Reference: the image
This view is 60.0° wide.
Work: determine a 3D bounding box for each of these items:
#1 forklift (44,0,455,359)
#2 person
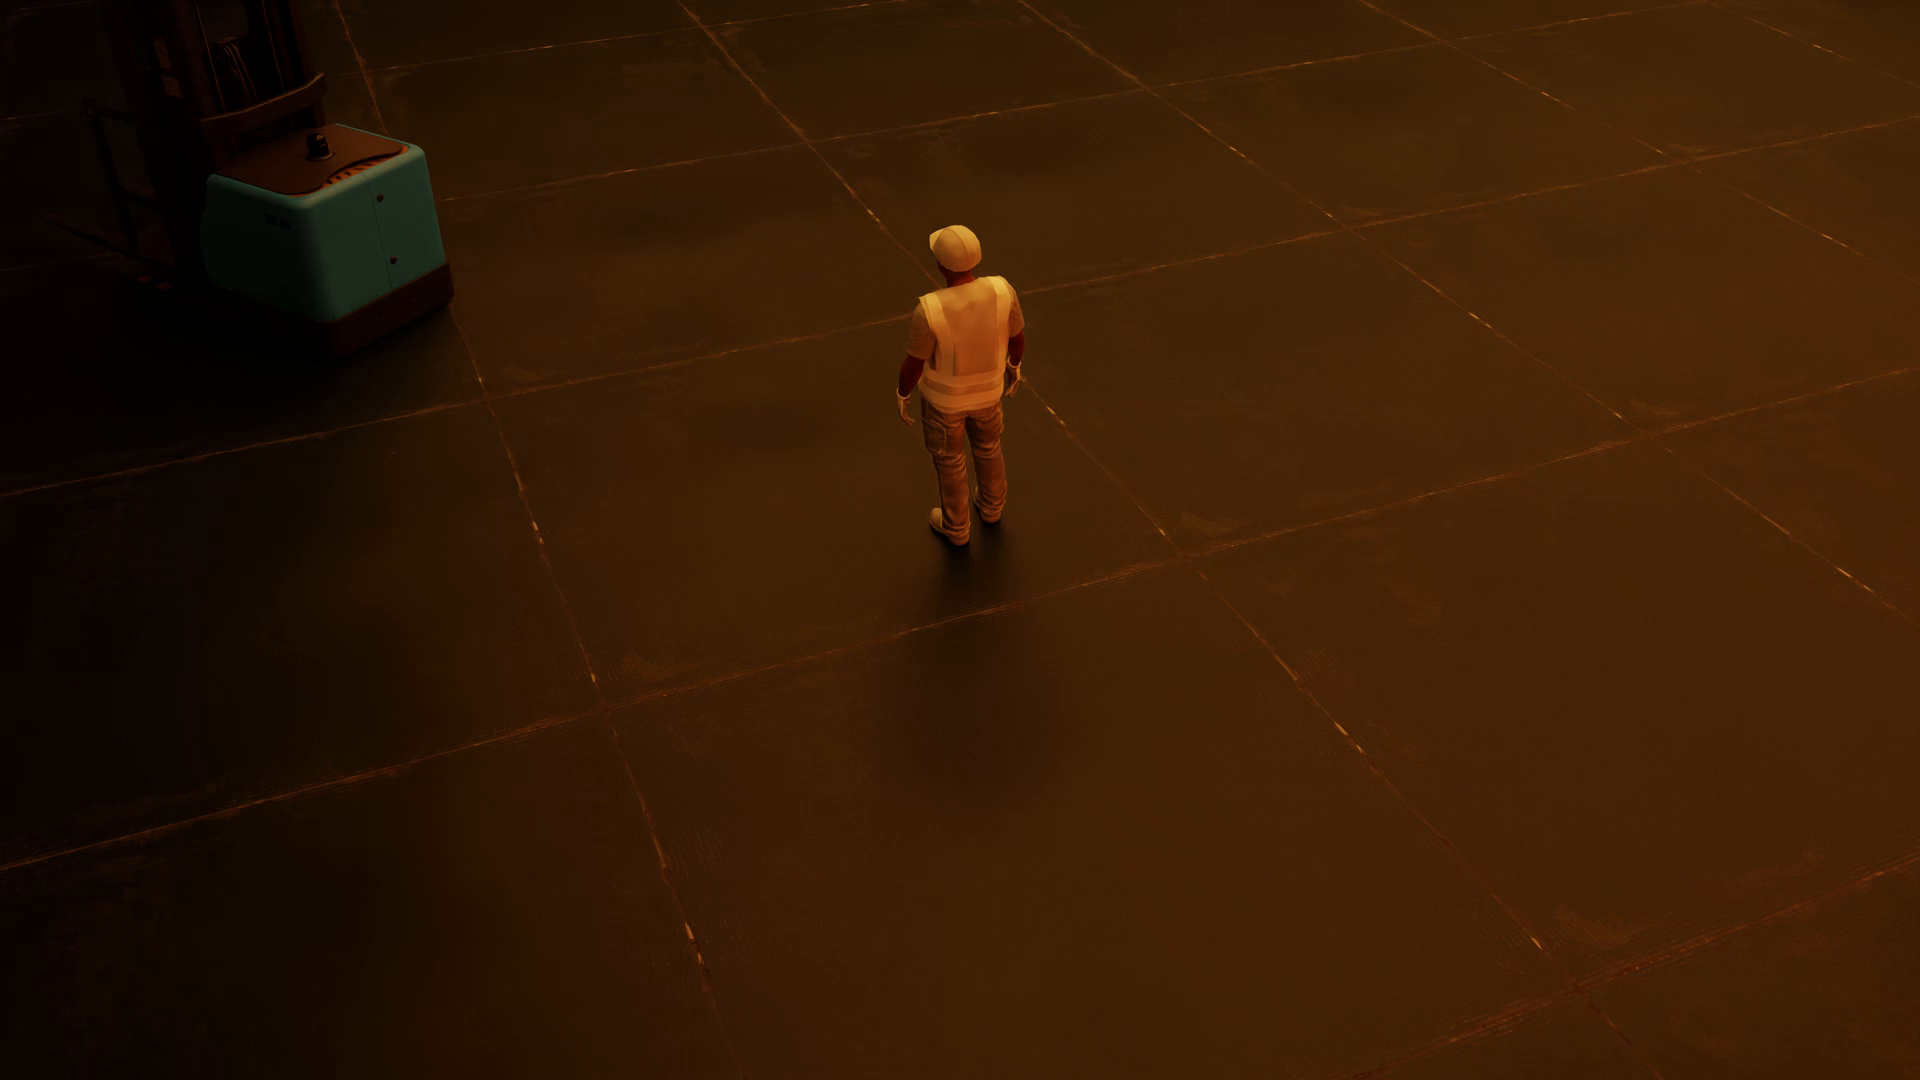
[{"bbox_3d":[-4.786,-2.927,10.215,3.031,2.935,1.130,19,40,25],"label":"forklift"},{"bbox_3d":[-0.021,-0.774,8.164,0.657,1.785,0.574,-14,38,-19],"label":"person"}]
